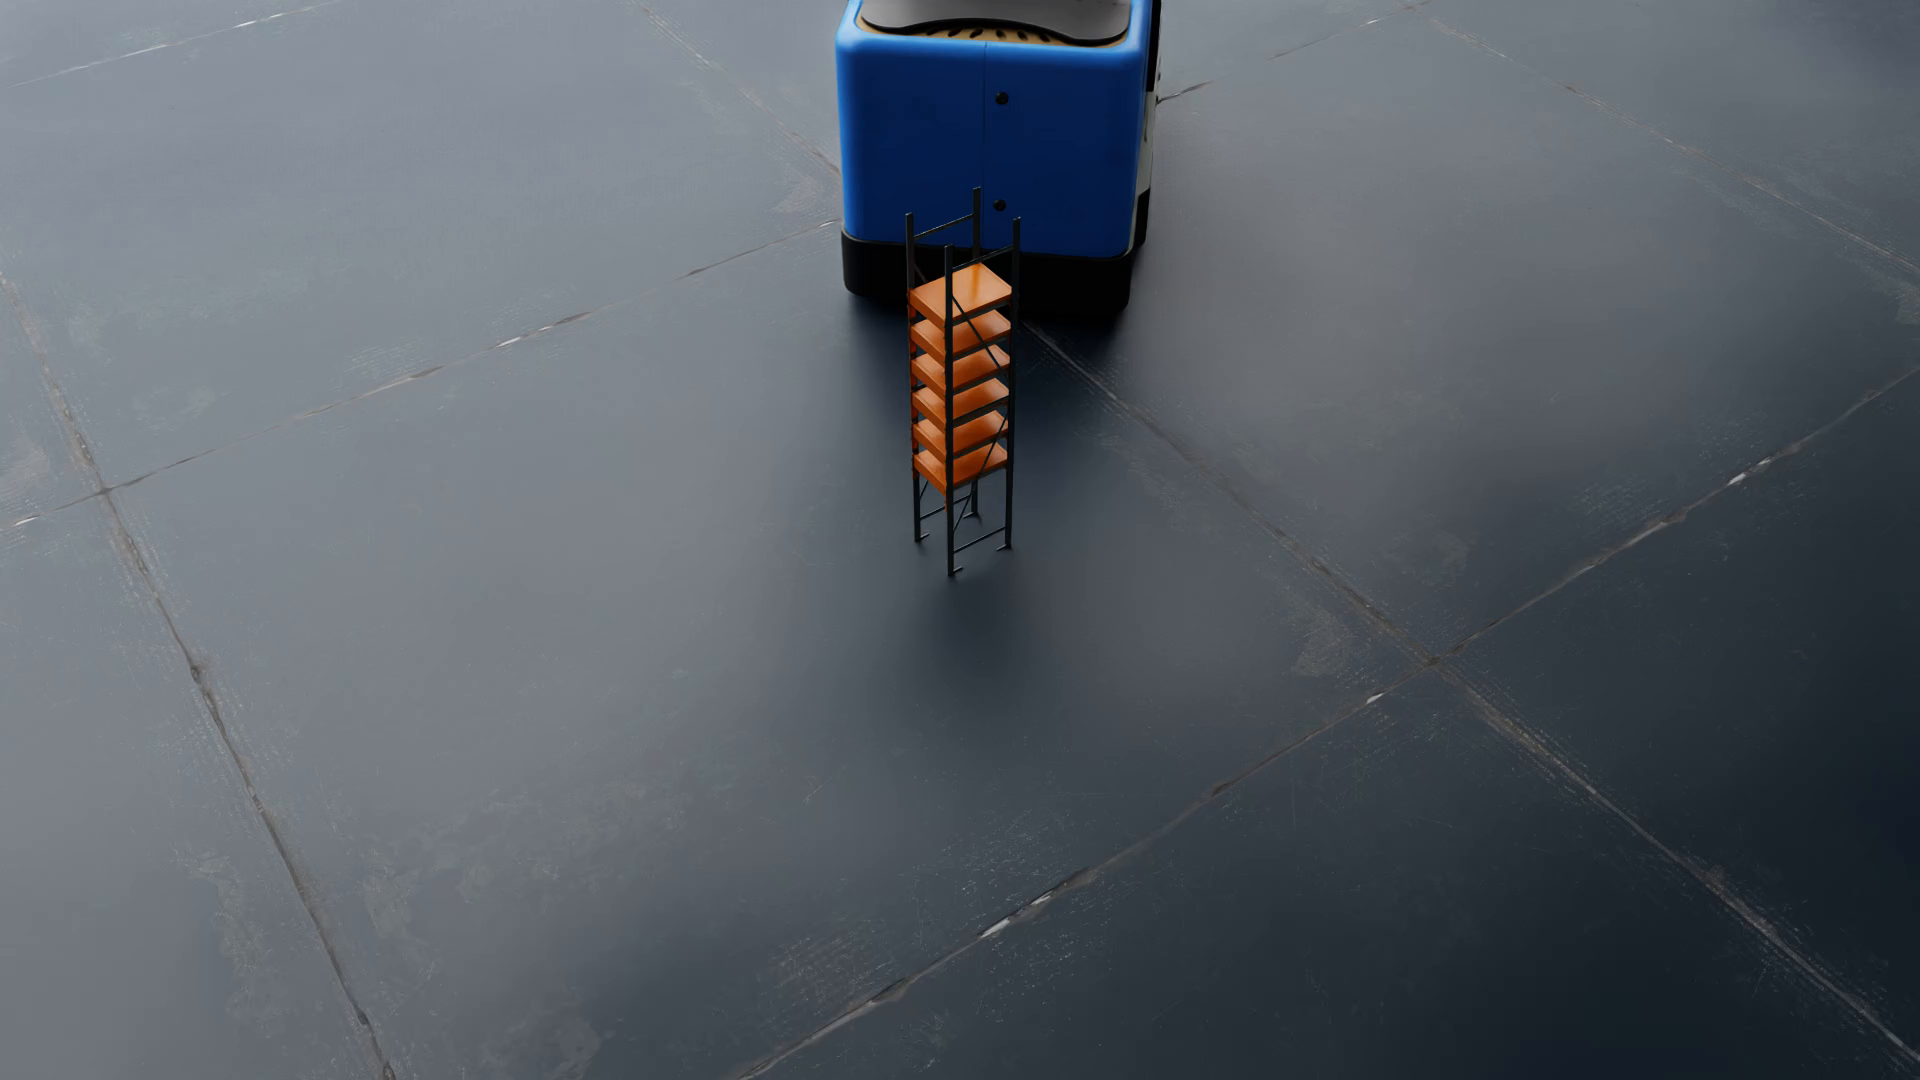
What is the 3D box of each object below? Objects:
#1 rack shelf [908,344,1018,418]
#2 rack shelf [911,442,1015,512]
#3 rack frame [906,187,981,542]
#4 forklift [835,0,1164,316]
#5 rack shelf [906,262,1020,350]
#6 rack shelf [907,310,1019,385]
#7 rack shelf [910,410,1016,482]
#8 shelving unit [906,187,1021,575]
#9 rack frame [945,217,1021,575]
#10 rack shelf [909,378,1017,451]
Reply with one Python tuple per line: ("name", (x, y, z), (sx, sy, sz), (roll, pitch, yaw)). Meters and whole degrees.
("rack shelf", (0.008, -0.480, 4.775), (0.258, 0.103, 0.180), (-26, 49, -24))
("rack shelf", (0.008, -0.220, 5.024), (0.258, 0.103, 0.180), (-26, 49, -24))
("rack frame", (-0.044, -0.478, 4.881), (0.240, 1.200, 0.006), (-26, 49, -24))
("forklift", (0.282, -2.889, 6.154), (1.130, 2.935, 3.031), (5, 44, 6))
("rack shelf", (0.008, -0.654, 4.609), (0.258, 0.103, 0.180), (-26, 49, -24))
("rack shelf", (0.008, -0.567, 4.692), (0.258, 0.103, 0.180), (-26, 49, -24))
("rack shelf", (0.008, -0.307, 4.941), (0.258, 0.103, 0.180), (-26, 49, -24))
("shelving unit", (0.008, -0.426, 4.827), (0.258, 1.200, 0.189), (-26, 49, -24))
("rack frame", (0.061, -0.374, 4.773), (0.240, 1.200, 0.006), (-26, 49, -24))
("rack shelf", (0.008, -0.394, 4.858), (0.258, 0.103, 0.180), (-26, 49, -24))
